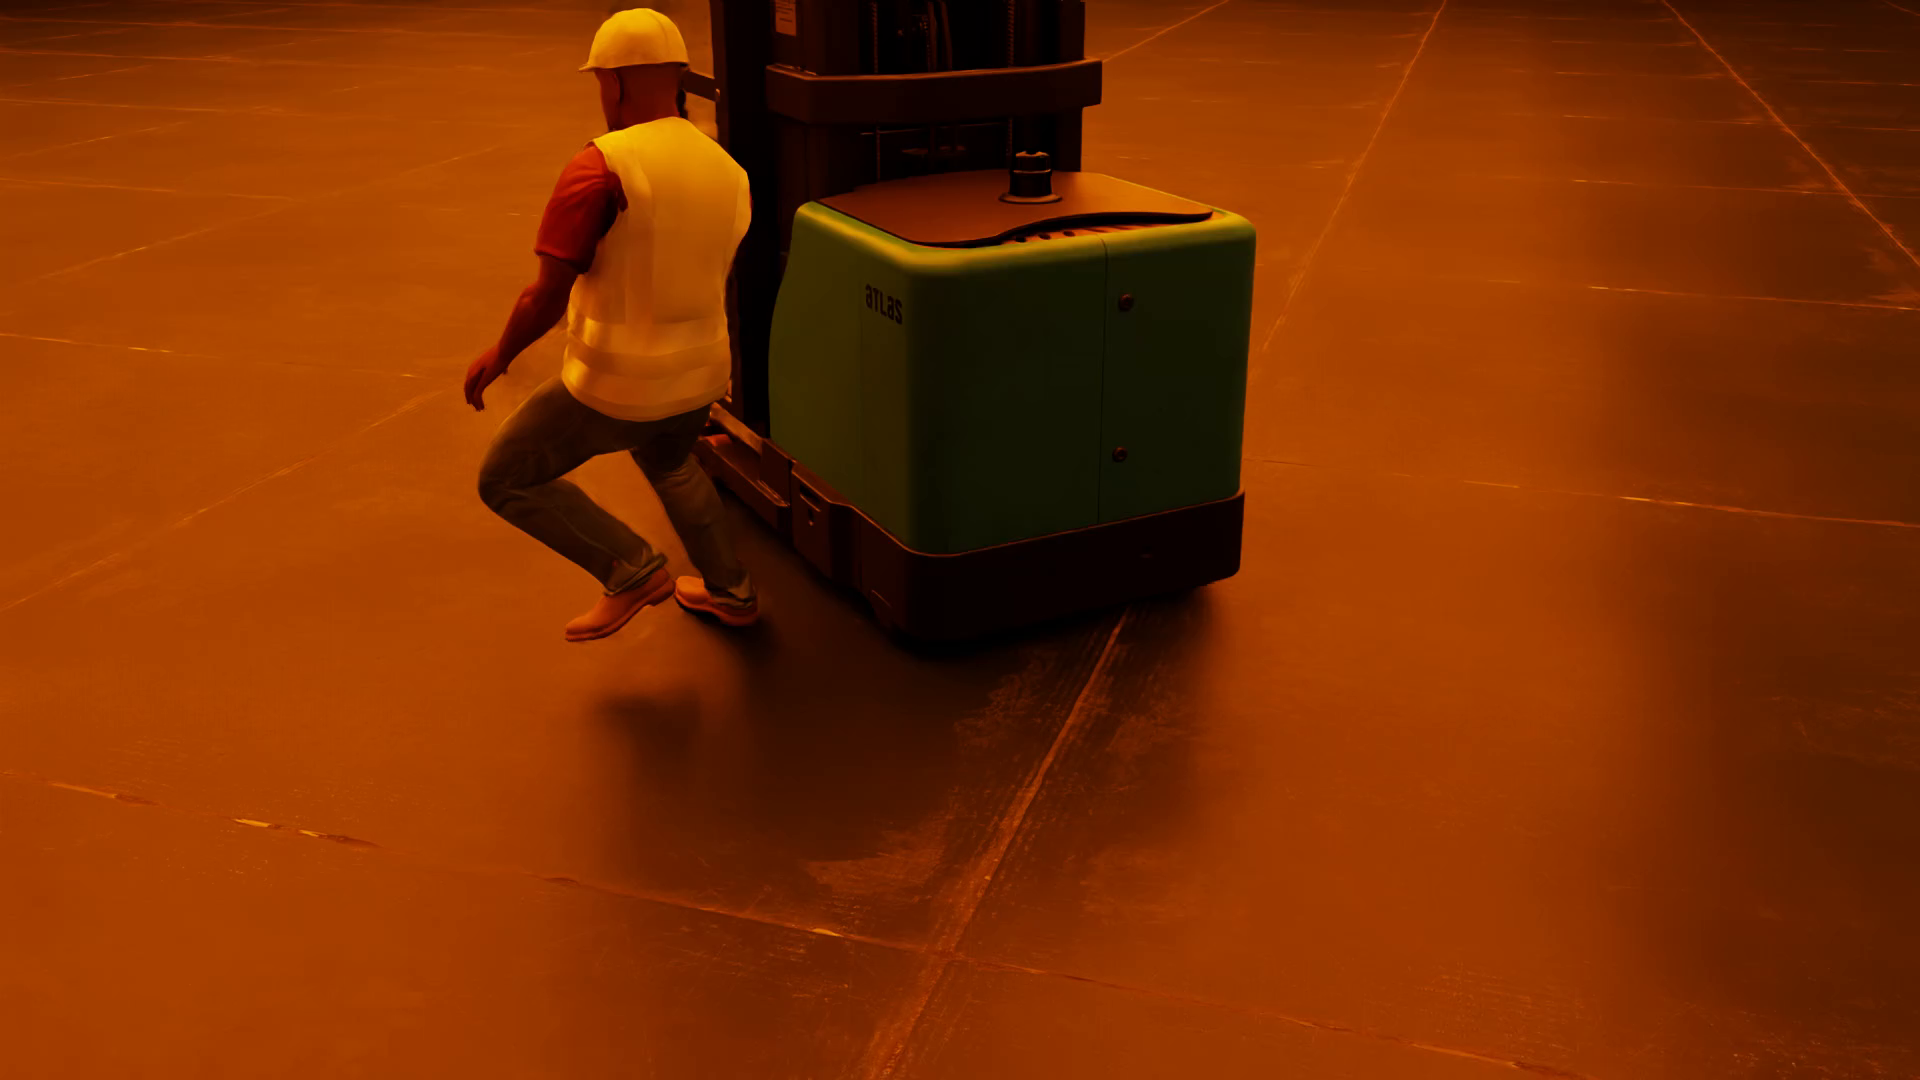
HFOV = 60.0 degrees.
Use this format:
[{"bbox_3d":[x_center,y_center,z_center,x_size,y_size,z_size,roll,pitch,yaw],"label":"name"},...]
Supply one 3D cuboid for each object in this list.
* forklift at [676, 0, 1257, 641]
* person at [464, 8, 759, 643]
[{"bbox_3d":[-0.332,-1.616,5.194,1.130,2.935,3.031,-11,25,-25],"label":"forklift"},{"bbox_3d":[-0.854,-0.470,4.131,0.648,1.630,0.822,16,27,33],"label":"person"}]
